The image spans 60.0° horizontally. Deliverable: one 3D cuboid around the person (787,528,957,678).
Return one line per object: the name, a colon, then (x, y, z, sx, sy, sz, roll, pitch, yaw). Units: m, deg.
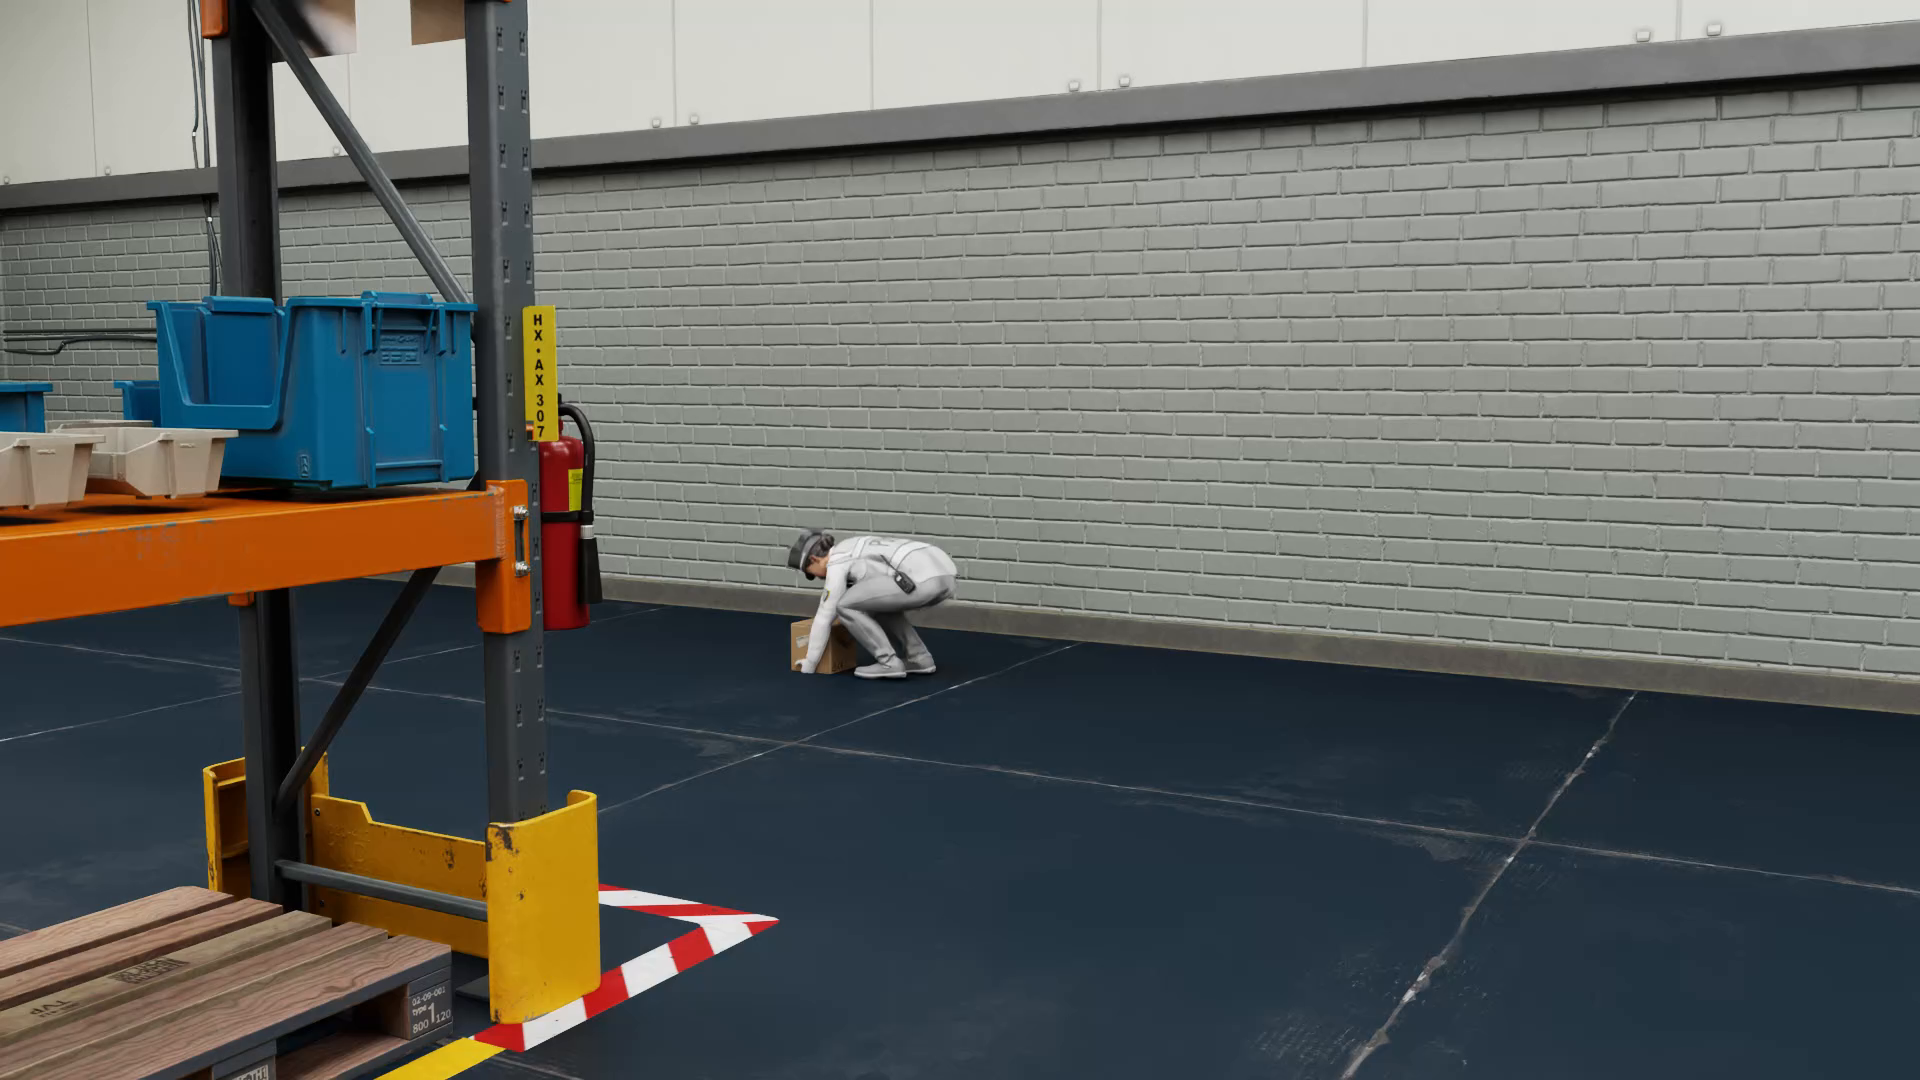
person: (-0.464, 0.331, 8.636, 0.913, 0.769, 0.452, 3, 7, 27)
